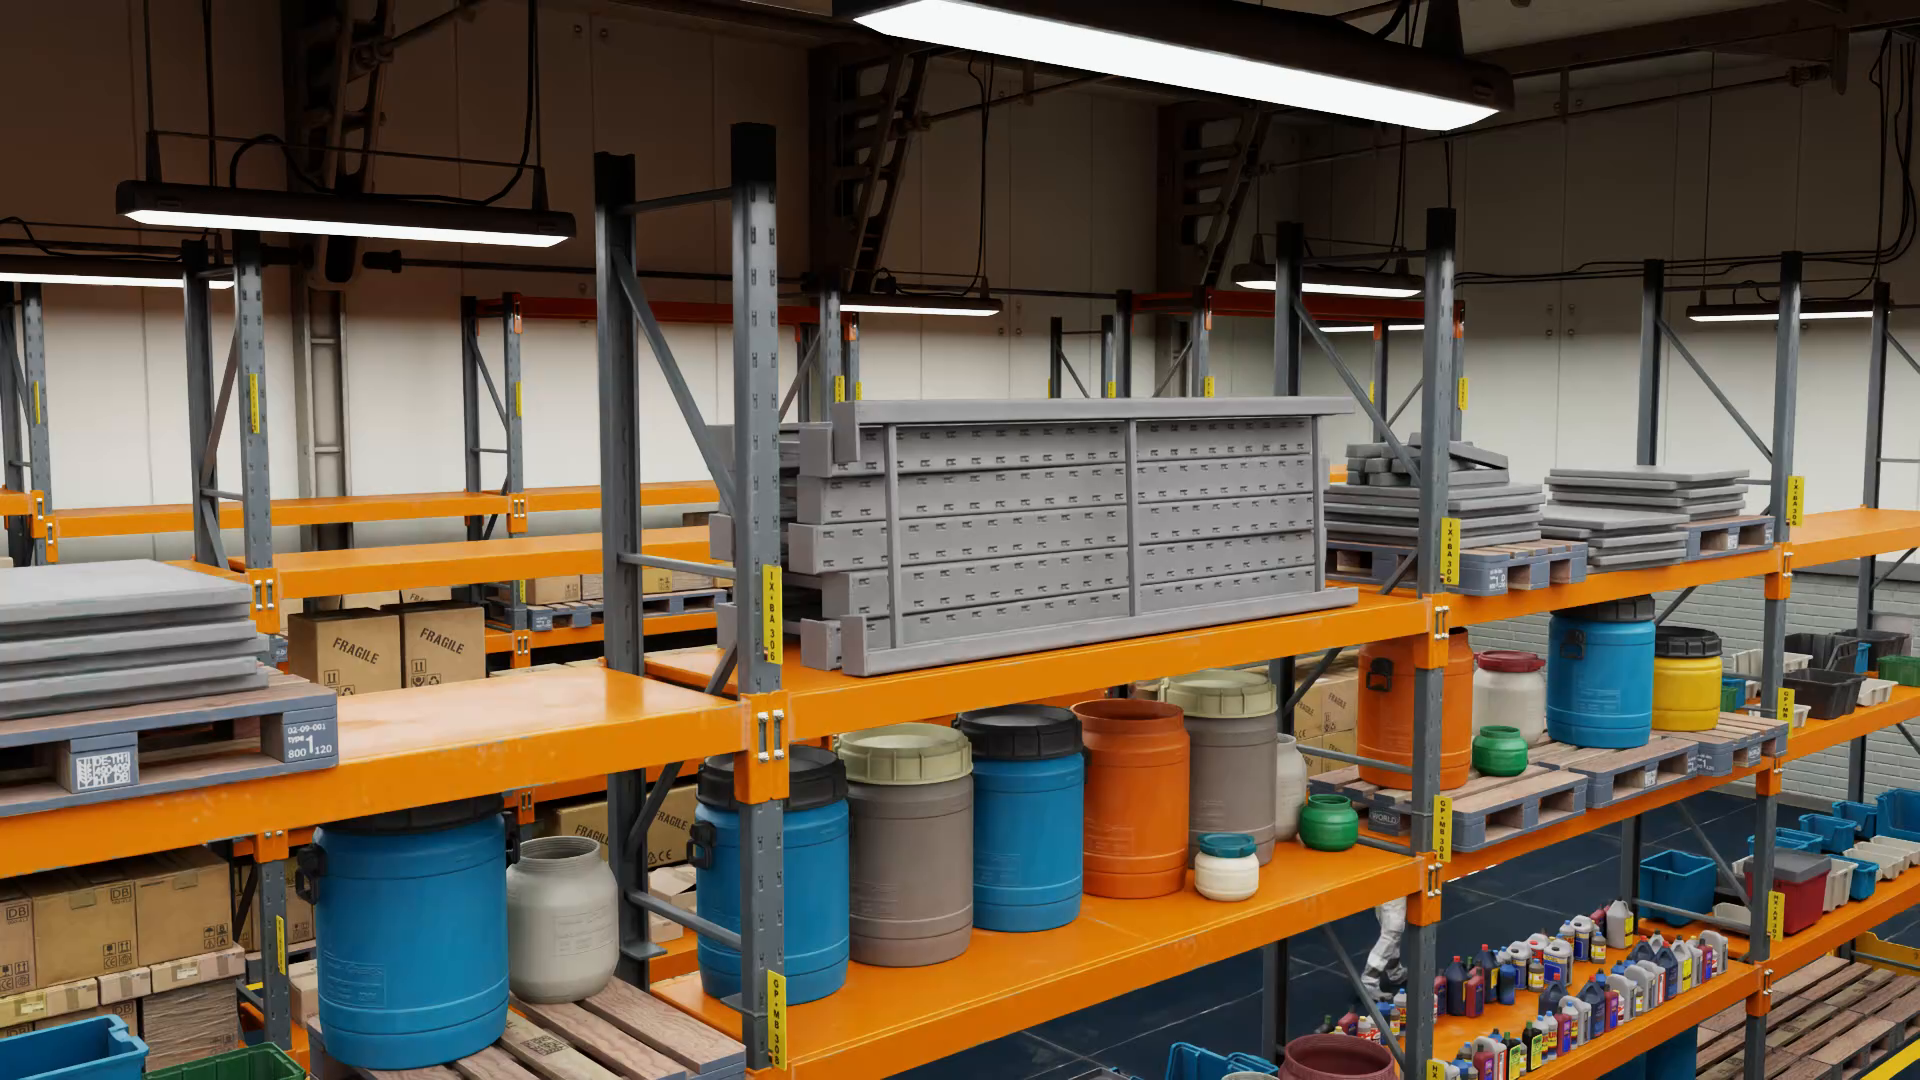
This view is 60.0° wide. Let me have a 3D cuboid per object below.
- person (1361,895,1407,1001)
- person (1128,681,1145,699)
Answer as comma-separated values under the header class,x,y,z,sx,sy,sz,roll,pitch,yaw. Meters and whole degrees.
class,x,y,z,sx,sy,sz,roll,pitch,yaw
person,3.658,2.961,14.071,0.780,1.786,0.562,-2,6,-23
person,2.071,2.469,19.253,0.752,1.797,0.599,-1,6,-11
